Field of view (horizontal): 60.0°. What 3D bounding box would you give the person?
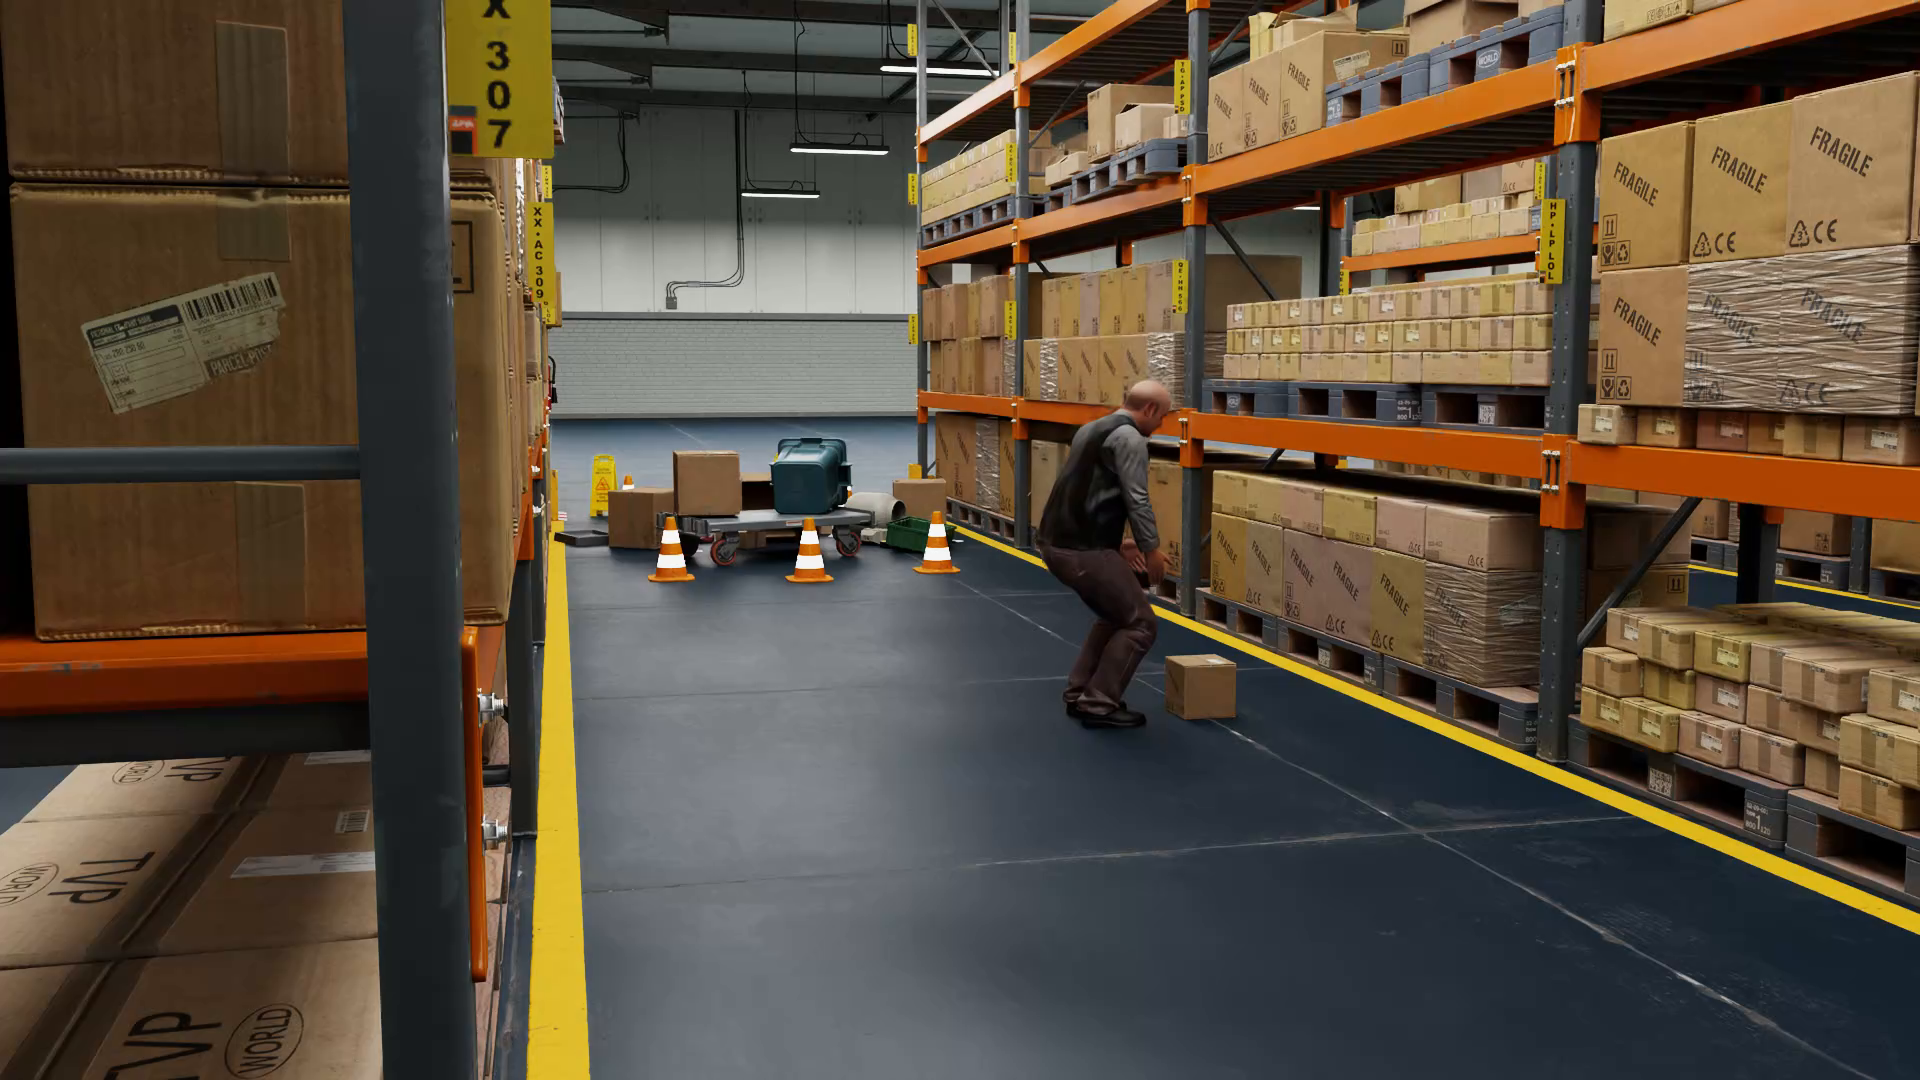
[{"bbox_3d":[0.655,0.050,7.510,0.602,1.538,0.586,-1,6,-13],"label":"person"}]
